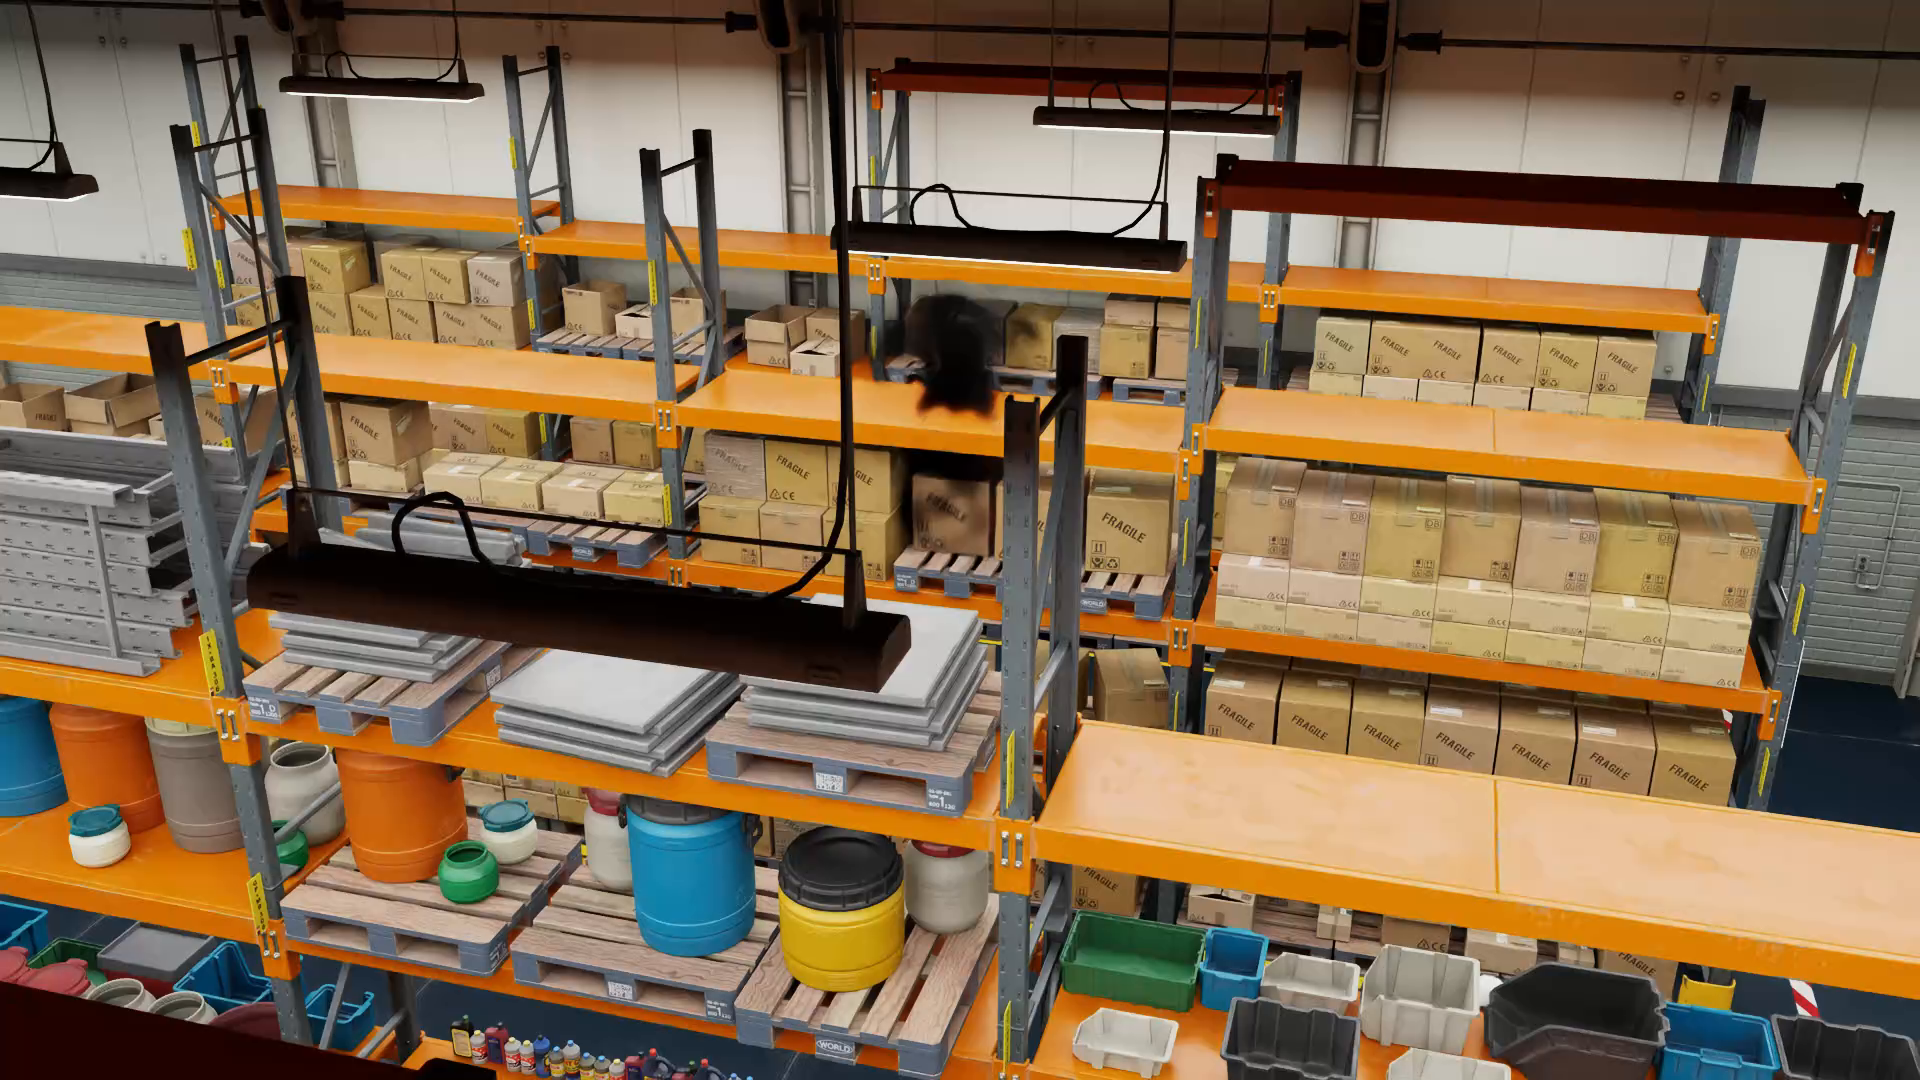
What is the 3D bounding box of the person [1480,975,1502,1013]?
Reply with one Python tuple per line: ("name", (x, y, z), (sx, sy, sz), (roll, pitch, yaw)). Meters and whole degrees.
("person", (3.471, 3.407, 10.509), (0.806, 1.594, 0.678), (1, 23, 2))
